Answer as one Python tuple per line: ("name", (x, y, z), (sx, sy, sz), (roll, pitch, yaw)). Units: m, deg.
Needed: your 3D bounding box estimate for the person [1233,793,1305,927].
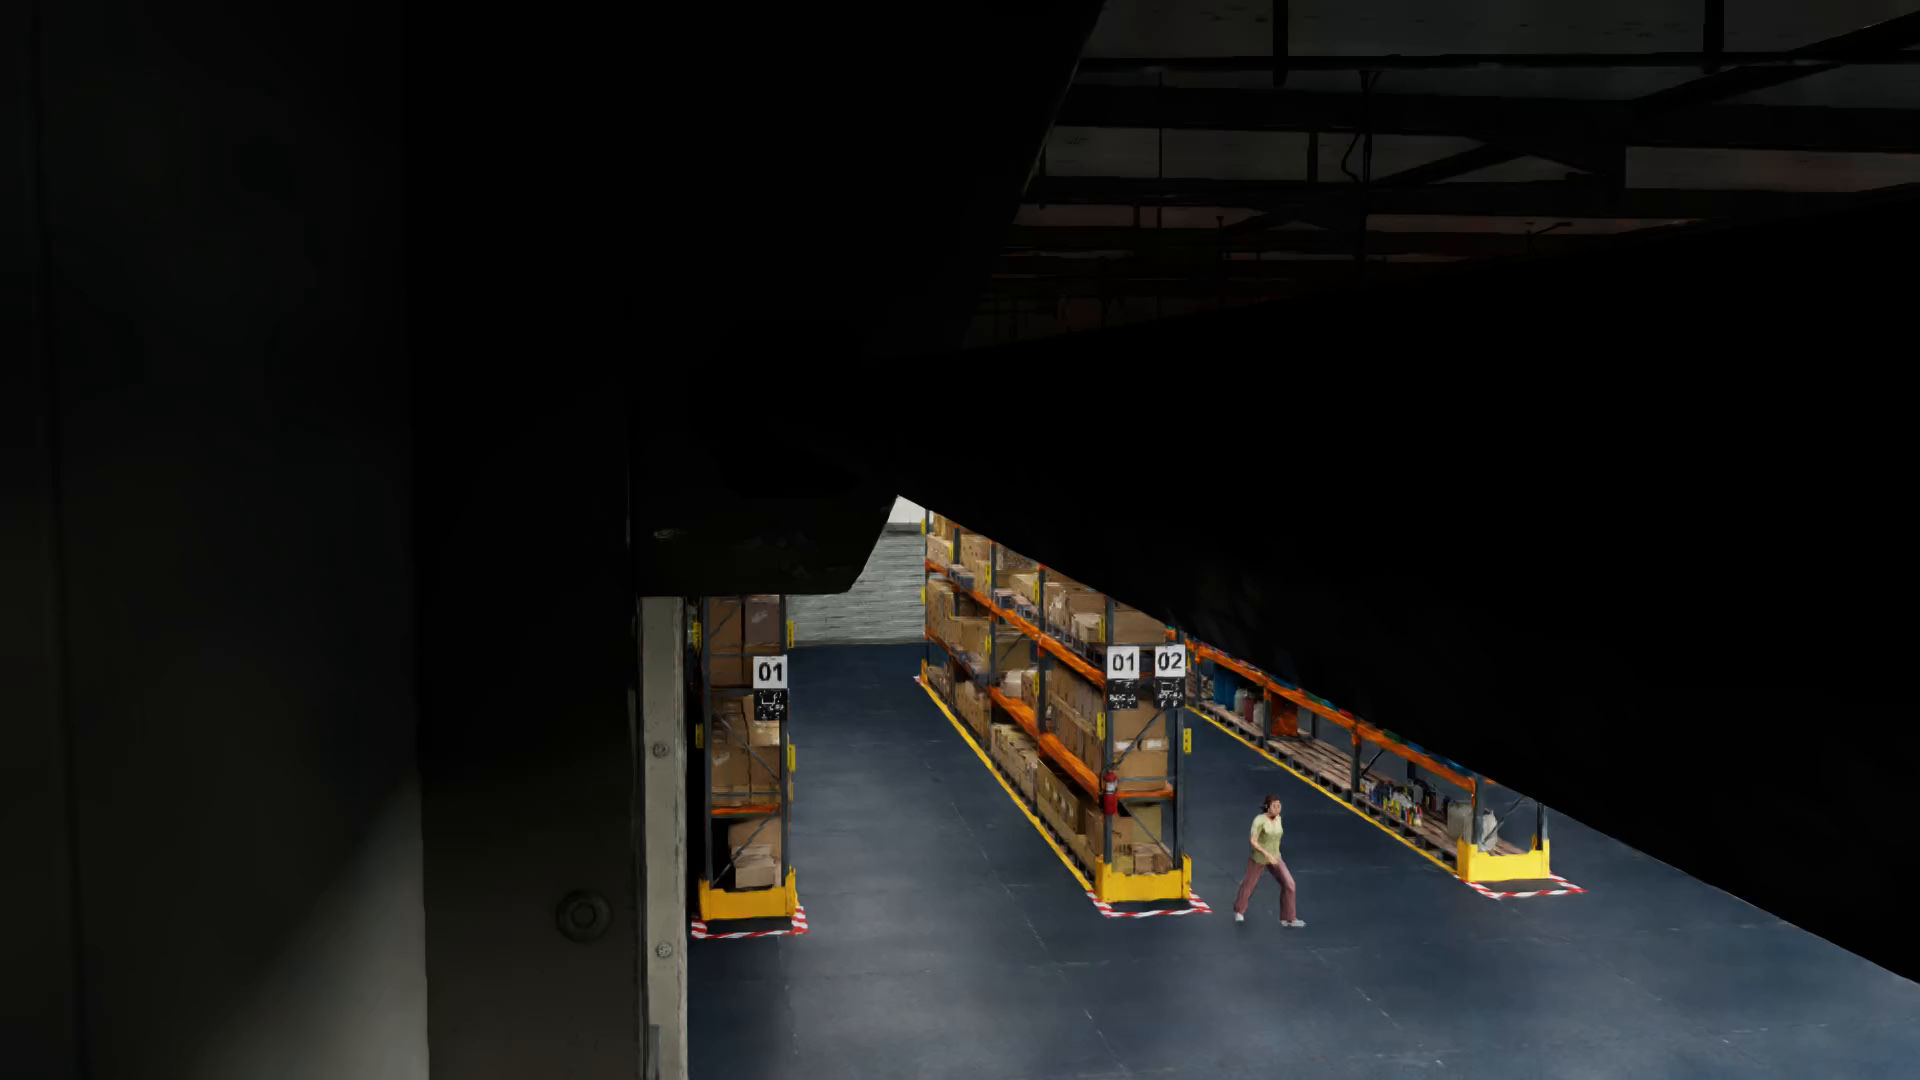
("person", (3.639, 3.777, 19.798), (0.621, 1.601, 0.817), (-2, 6, -26))
